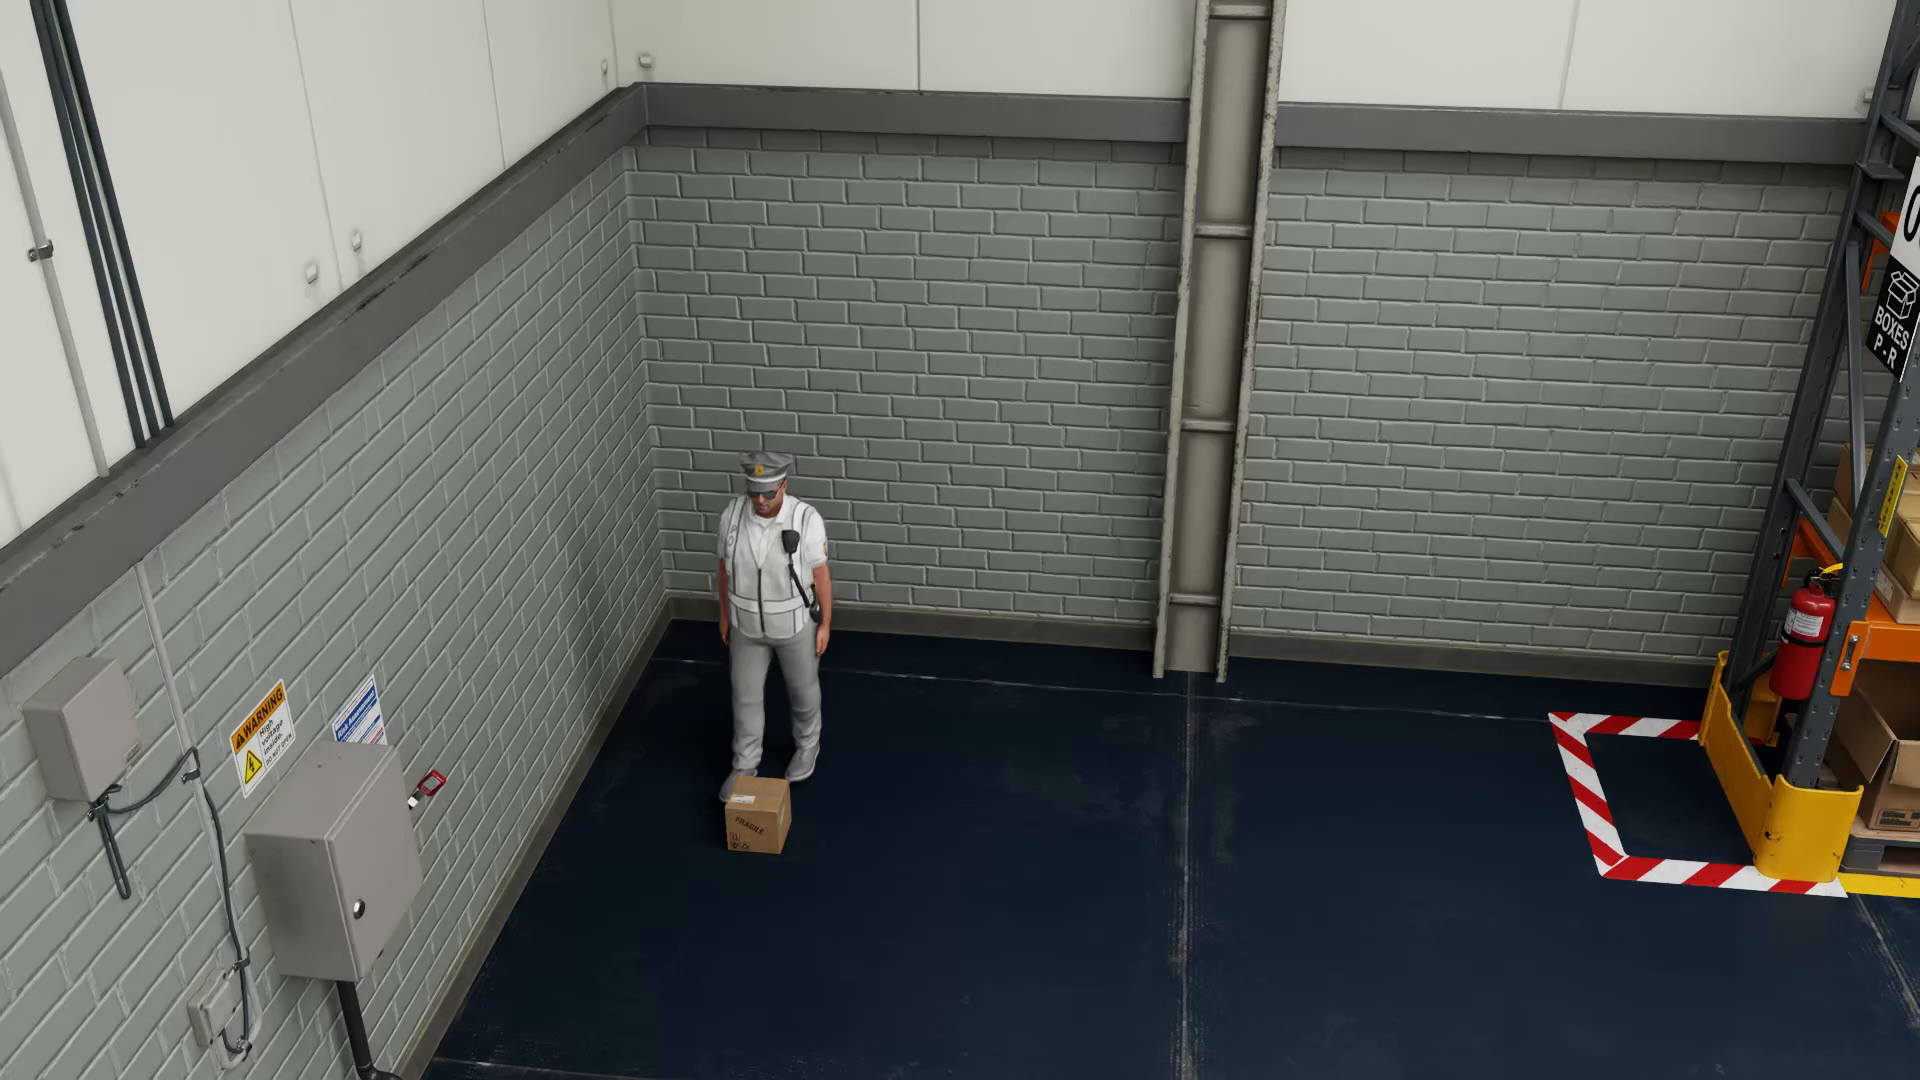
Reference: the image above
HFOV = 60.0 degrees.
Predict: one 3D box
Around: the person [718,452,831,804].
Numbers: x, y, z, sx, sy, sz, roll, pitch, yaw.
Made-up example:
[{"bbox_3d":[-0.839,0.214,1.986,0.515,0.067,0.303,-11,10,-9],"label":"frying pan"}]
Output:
[{"bbox_3d":[-0.896,0.409,7.827,0.561,1.750,0.554,3,28,6],"label":"person"}]
